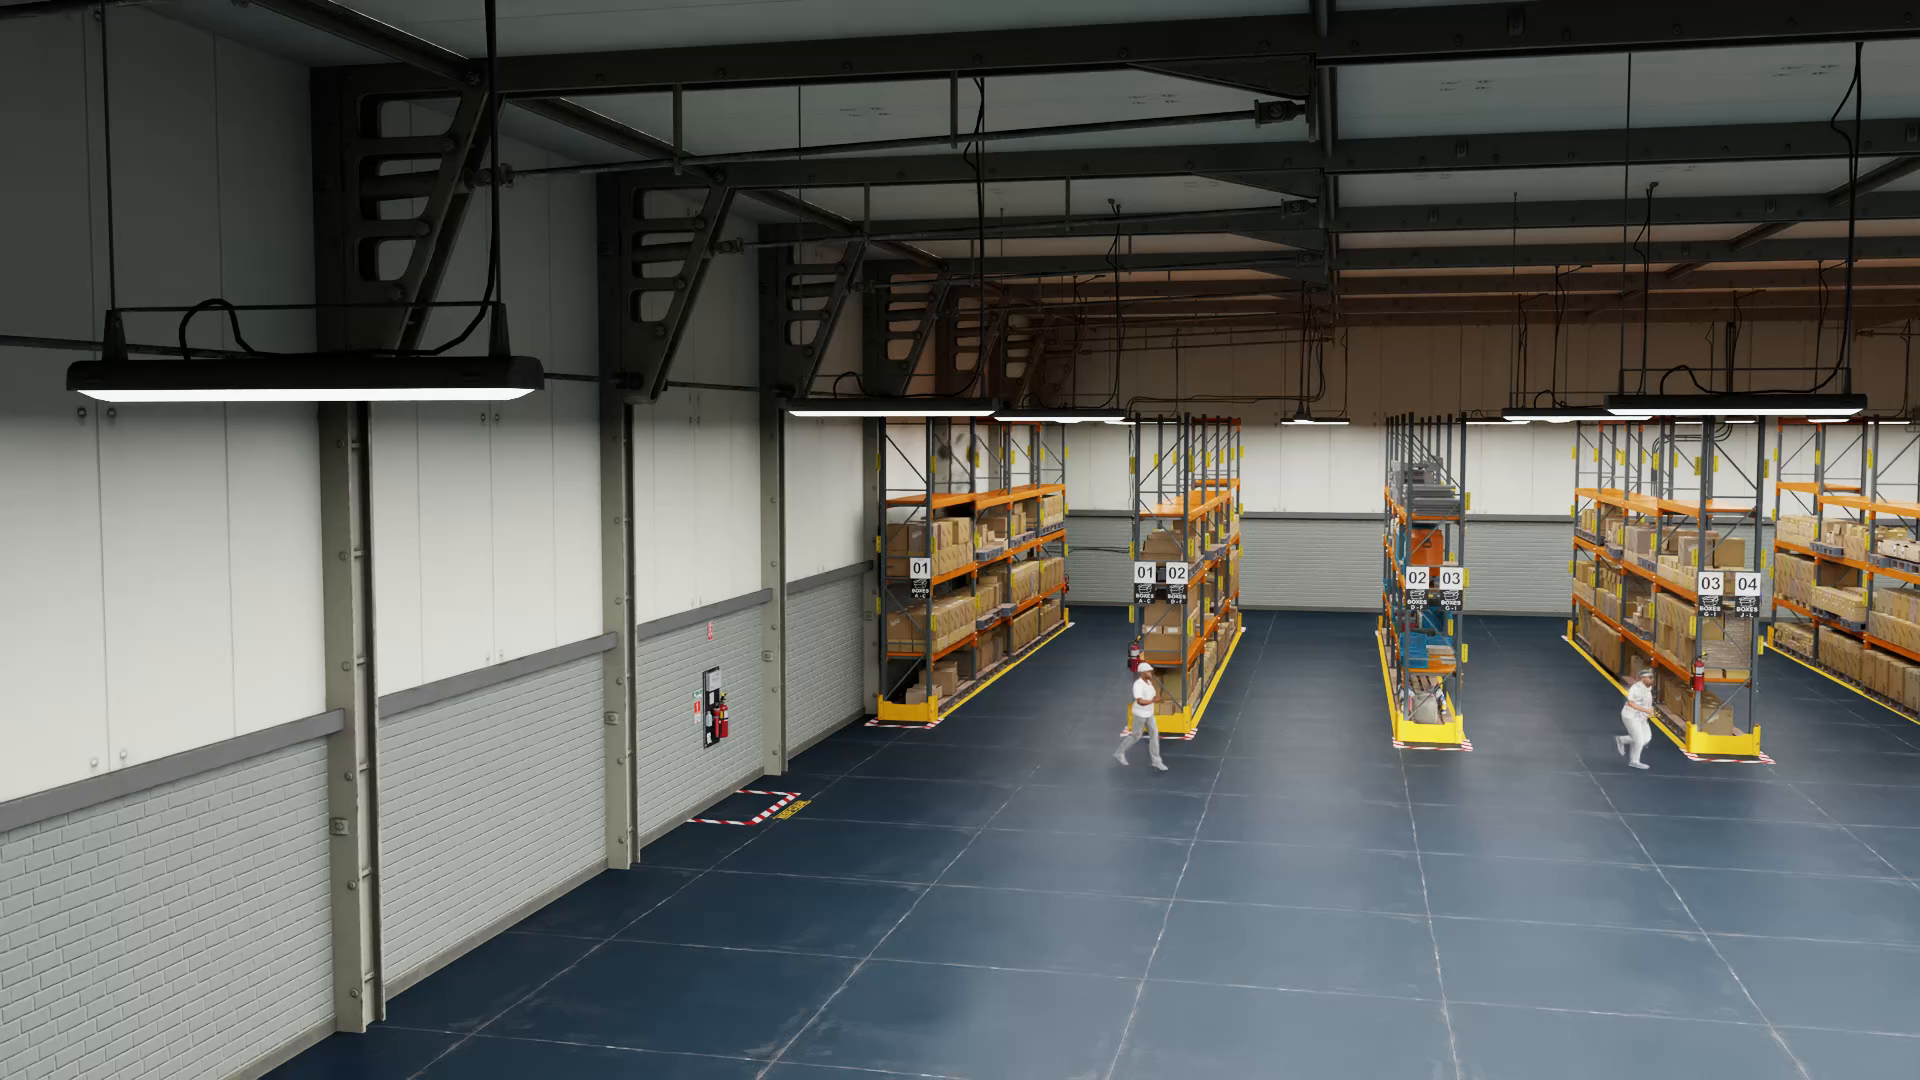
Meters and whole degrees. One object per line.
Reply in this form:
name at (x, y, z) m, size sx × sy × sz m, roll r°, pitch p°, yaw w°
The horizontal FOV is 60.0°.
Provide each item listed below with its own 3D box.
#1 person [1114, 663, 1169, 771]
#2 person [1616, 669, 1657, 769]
person at (3.035, 2.931, 27.769) m, size 0.950 × 1.781 × 0.688 m, roll 2°, pitch 4°, yaw 30°
person at (11.378, 2.987, 27.961) m, size 0.648 × 1.719 × 0.741 m, roll -3°, pitch 5°, yaw -37°
